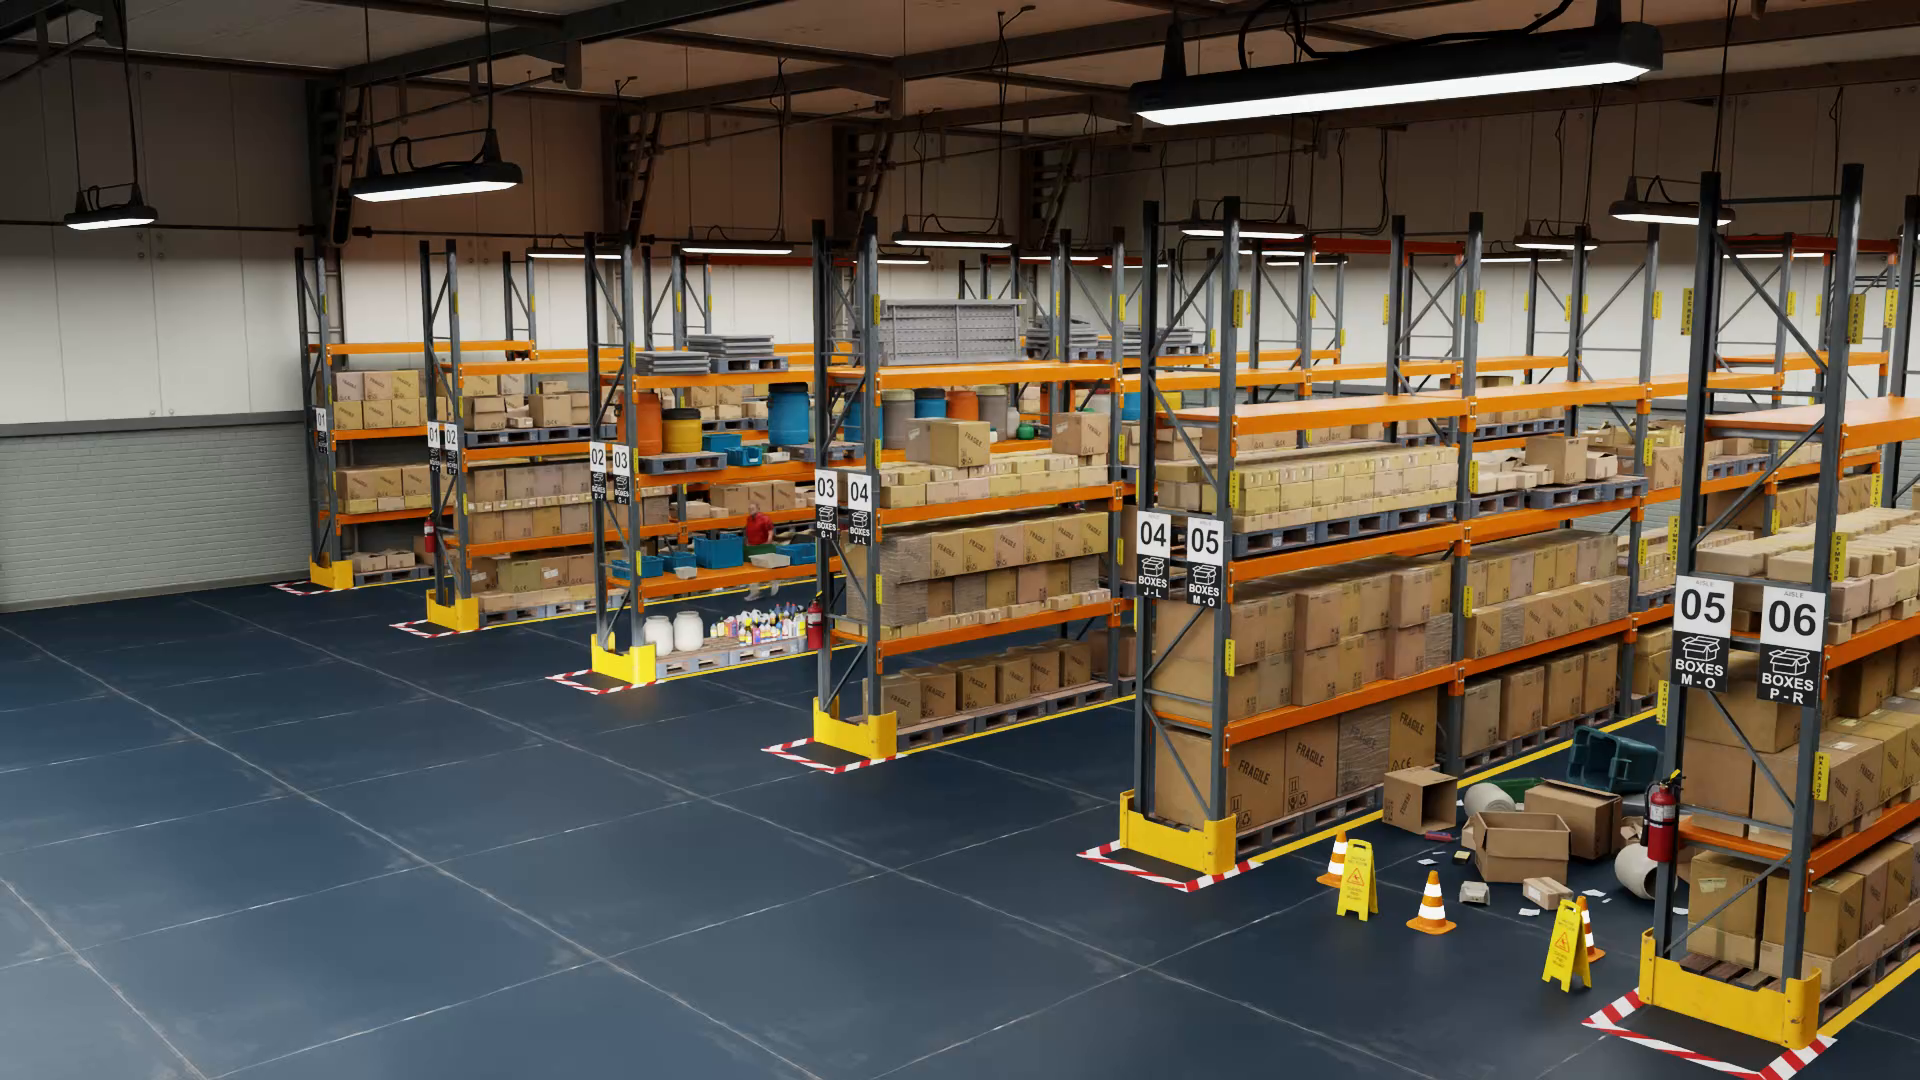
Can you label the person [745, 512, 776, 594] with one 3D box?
[{"bbox_3d":[-3.418,0.222,28.427,0.597,1.440,0.501,6,10,35],"label":"person"}]
